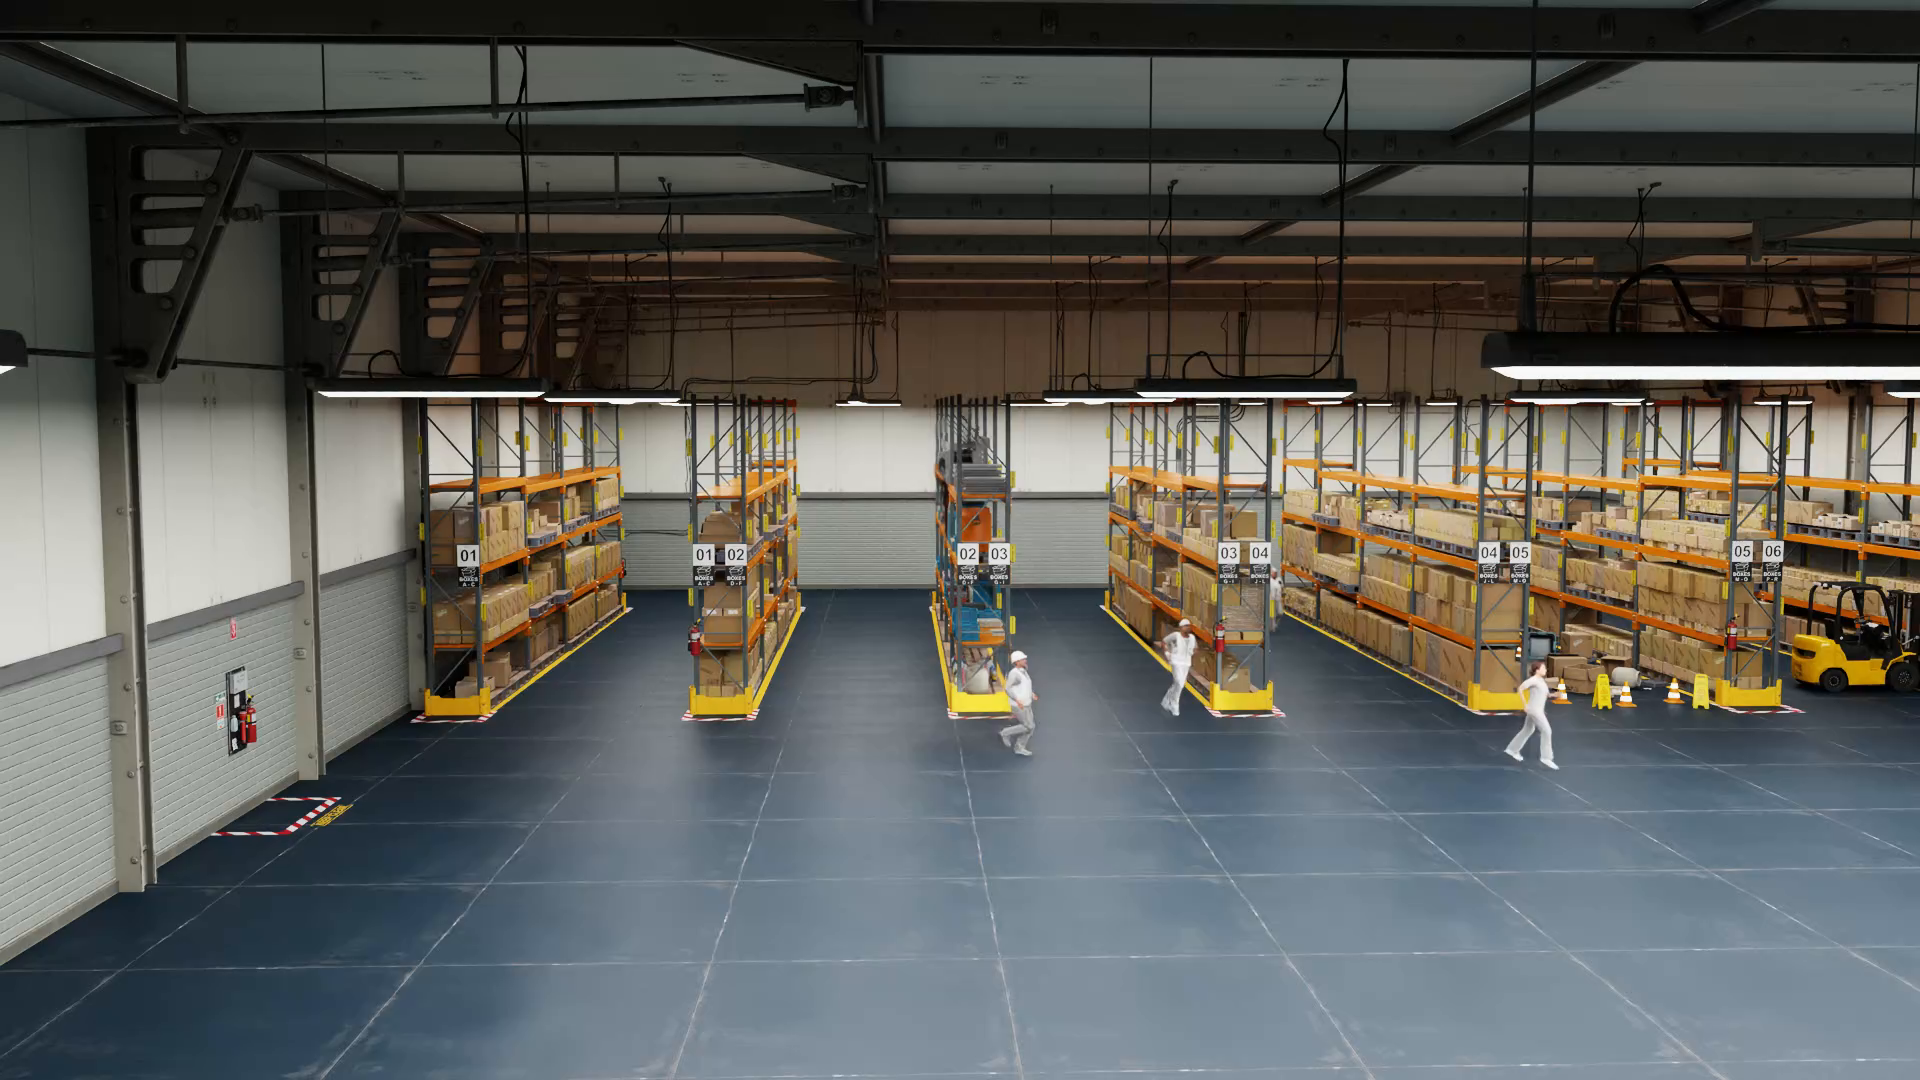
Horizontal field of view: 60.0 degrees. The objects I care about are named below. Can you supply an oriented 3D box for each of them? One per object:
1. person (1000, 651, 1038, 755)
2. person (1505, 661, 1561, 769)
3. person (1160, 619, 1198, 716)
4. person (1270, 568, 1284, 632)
[{"bbox_3d":[0.981,2.702,27.546,0.585,1.733,0.660,2,5,22],"label":"person"},{"bbox_3d":[9.189,2.779,26.656,0.857,1.714,0.535,2,5,28],"label":"person"},{"bbox_3d":[4.152,2.389,31.404,0.662,1.832,0.697,-3,5,-31],"label":"person"},{"bbox_3d":[8.076,1.542,42.819,0.611,1.631,0.525,0,5,-6],"label":"person"}]
